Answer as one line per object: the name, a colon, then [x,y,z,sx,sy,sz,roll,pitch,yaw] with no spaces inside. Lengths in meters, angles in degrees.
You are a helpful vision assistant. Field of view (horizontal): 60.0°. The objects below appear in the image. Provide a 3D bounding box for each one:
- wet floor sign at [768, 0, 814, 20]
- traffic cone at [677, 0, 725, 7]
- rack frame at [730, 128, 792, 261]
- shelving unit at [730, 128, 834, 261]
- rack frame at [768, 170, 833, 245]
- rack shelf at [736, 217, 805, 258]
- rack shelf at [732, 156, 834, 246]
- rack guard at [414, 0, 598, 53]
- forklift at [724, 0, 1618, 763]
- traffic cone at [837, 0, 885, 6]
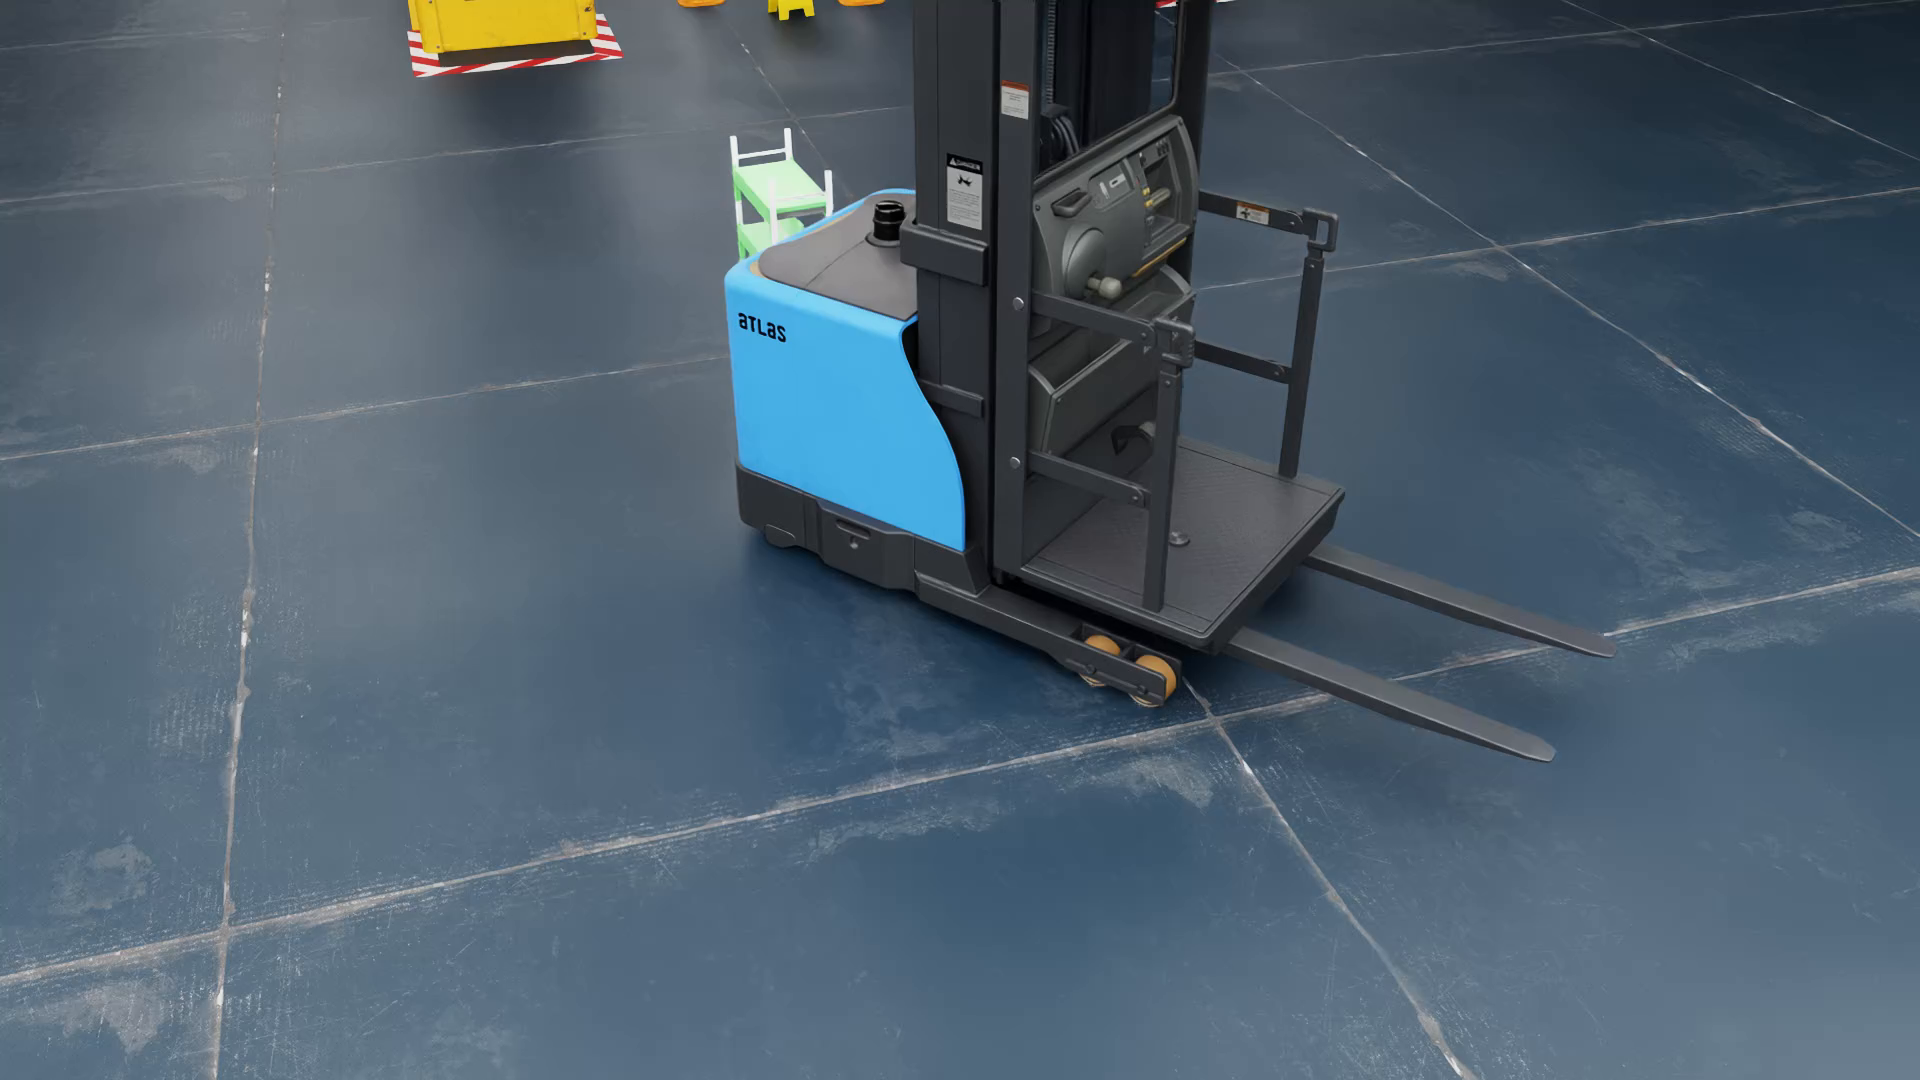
wet floor sign: [-1.218,-4.061,11.811,0.267,0.644,0.232,-16,37,-23]
traffic cone: [-1.922,-4.185,12.163,0.336,0.463,0.334,-10,35,-15]
rack frame: [-0.777,-1.084,6.802,0.240,1.200,0.015,-13,36,-19]
shelving unit: [-0.682,-0.960,6.614,0.258,1.200,0.503,-13,36,-19]
rack frame: [-0.587,-0.836,6.427,0.240,1.200,0.015,-13,36,-19]
rack shelf: [-0.682,-1.107,6.517,0.258,0.148,0.480,-13,36,-19]
rack shelf: [-0.682,-1.307,6.385,0.258,0.148,0.480,-13,36,-19]
rack guard: [-3.105,-3.670,11.351,1.175,0.500,0.348,-10,35,-15]
forklift: [0.672,-1.013,5.124,3.031,2.935,1.130,21,39,28]
traffic cone: [-0.742,-4.196,12.181,0.336,0.463,0.334,-10,35,-15]
